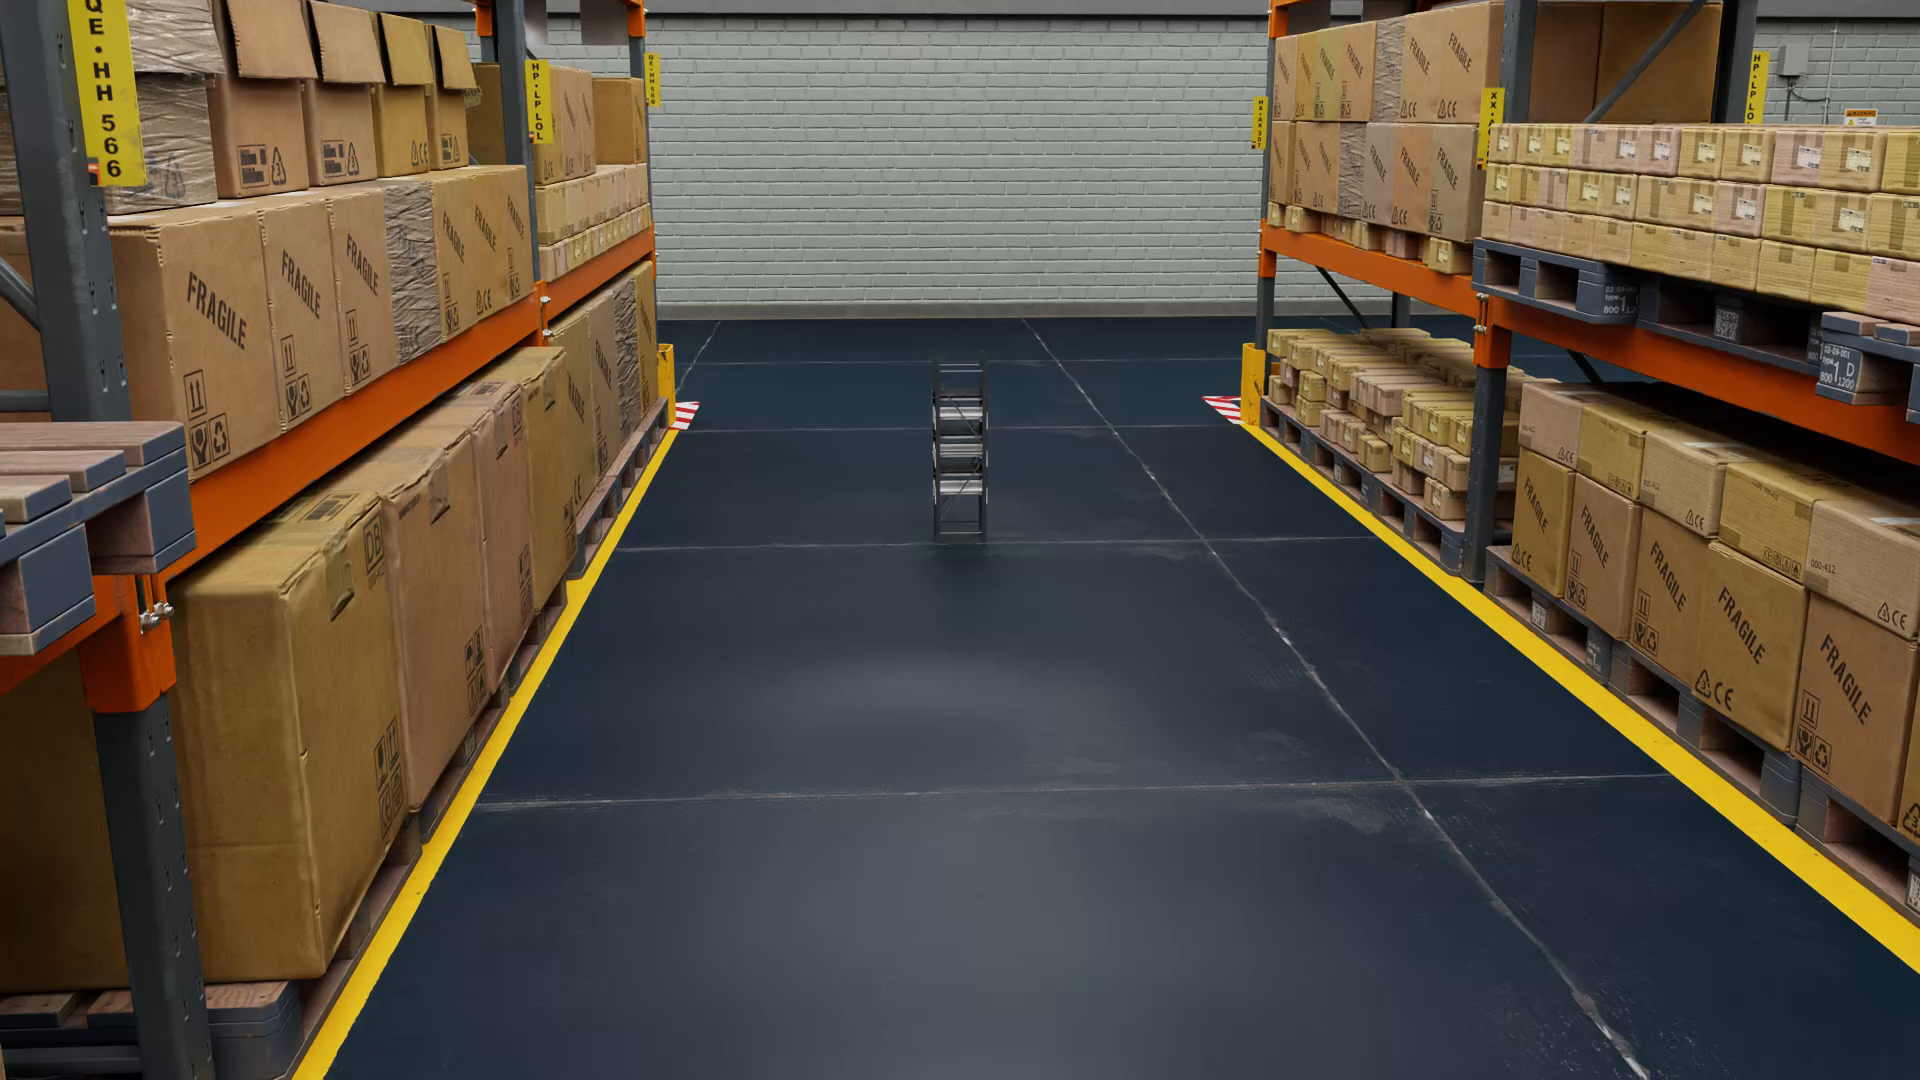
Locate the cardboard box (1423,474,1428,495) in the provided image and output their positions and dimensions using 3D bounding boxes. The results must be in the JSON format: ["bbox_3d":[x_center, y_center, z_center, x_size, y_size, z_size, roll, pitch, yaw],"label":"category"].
[{"bbox_3d":[2.424,-0.258,7.889,0.380,0.149,0.250,0,14,-2],"label":"cardboard box"}]

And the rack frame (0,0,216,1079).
[{"bbox_3d":[-1.984,-0.231,2.906,0.949,2.616,0.053,-1,14,-3],"label":"rack frame"}]

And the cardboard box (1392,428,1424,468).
[{"bbox_3d":[2.321,-0.451,8.042,0.380,0.149,0.250,-1,14,-5],"label":"cardboard box"}]

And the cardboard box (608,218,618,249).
[{"bbox_3d":[-2.038,-1.636,8.867,0.380,0.149,0.250,-1,14,-2],"label":"cardboard box"}]

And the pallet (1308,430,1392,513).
[{"bbox_3d":[2.566,-0.398,9.148,1.003,0.211,1.213,-1,14,-3],"label":"pallet"}]

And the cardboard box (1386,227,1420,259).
[{"bbox_3d":[2.350,-1.485,8.281,0.380,0.149,0.250,-2,15,-6],"label":"cardboard box"}]

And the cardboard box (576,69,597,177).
[{"bbox_3d":[-2.070,-2.036,8.117,0.500,0.500,0.500,-1,14,-5],"label":"cardboard box"}]

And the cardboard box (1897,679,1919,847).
[{"bbox_3d":[2.667,0.565,3.985,0.500,0.500,0.500,-1,14,-4],"label":"cardboard box"}]

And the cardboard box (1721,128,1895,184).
[{"bbox_3d":[2.403,-1.089,4.706,0.380,0.149,0.250,0,14,-1],"label":"cardboard box"}]

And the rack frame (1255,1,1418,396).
[{"bbox_3d":[2.474,-2.272,10.838,1.000,3.000,0.127,-1,14,-3],"label":"rack frame"}]

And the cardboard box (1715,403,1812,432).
[{"bbox_3d":[3.038,-0.324,5.935,0.500,0.250,0.500,0,14,-1],"label":"cardboard box"}]

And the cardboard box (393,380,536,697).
[{"bbox_3d":[-2.120,-0.019,5.503,1.225,0.875,0.875,-1,14,-5],"label":"cardboard box"}]

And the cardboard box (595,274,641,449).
[{"bbox_3d":[-2.307,-1.011,9.357,0.875,0.875,0.875,-1,14,-3],"label":"cardboard box"}]

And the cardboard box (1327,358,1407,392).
[{"bbox_3d":[2.268,-0.921,9.269,0.380,0.149,0.250,-1,14,-3],"label":"cardboard box"}]

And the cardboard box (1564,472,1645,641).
[{"bbox_3d":[2.537,0.049,5.989,0.500,0.500,0.500,0,14,-1],"label":"cardboard box"}]

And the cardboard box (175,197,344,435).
[{"bbox_3d":[-1.780,-0.533,3.877,0.500,0.500,0.500,-1,14,-5],"label":"cardboard box"}]

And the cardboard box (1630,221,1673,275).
[{"bbox_3d":[2.373,-0.929,5.280,0.380,0.149,0.250,-1,14,-4],"label":"cardboard box"}]

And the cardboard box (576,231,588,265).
[{"bbox_3d":[-1.973,-1.379,7.872,0.380,0.149,0.250,-1,14,-5],"label":"cardboard box"}]

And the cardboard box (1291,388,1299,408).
[{"bbox_3d":[2.284,-0.896,10.367,0.380,0.149,0.250,-1,14,-4],"label":"cardboard box"}]

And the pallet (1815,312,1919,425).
[{"bbox_3d":[2.819,-0.365,3.812,1.213,0.211,1.003,-1,14,-3],"label":"pallet"}]

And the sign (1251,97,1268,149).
[{"bbox_3d":[1.932,-2.683,10.697,0.100,0.325,0.005,-1,14,-3],"label":"sign"}]

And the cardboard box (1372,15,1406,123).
[{"bbox_3d":[2.367,-2.323,8.231,0.500,0.500,0.500,-1,14,-2],"label":"cardboard box"}]

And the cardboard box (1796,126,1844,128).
[{"bbox_3d":[3.001,-1.293,5.499,0.380,0.149,0.250,-1,14,-5],"label":"cardboard box"}]

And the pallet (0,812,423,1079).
[{"bbox_3d":[-1.961,0.922,4.019,1.003,0.211,1.213,-1,14,-3],"label":"pallet"}]

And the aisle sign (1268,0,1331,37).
[{"bbox_3d":[2.170,-3.545,10.567,0.394,0.787,0.004,-1,14,-3],"label":"aisle sign"}]

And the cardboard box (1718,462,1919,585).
[{"bbox_3d":[2.607,-0.057,4.896,0.500,0.250,0.500,-1,14,-2],"label":"cardboard box"}]

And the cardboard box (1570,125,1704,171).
[{"bbox_3d":[2.336,-1.347,5.710,0.380,0.149,0.250,-1,14,-4],"label":"cardboard box"}]

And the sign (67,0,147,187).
[{"bbox_3d":[-1.446,-0.764,2.813,0.100,0.325,0.005,-1,14,-3],"label":"sign"}]

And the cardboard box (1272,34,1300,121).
[{"bbox_3d":[2.236,-2.833,10.214,0.500,0.500,0.500,-1,14,-4],"label":"cardboard box"}]

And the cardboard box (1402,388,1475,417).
[{"bbox_3d":[2.423,-0.663,8.269,0.380,0.149,0.250,0,14,-2],"label":"cardboard box"}]

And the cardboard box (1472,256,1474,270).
[{"bbox_3d":[2.470,-1.223,7.265,0.380,0.149,0.250,-1,14,-4],"label":"cardboard box"}]

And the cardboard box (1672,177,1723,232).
[{"bbox_3d":[2.386,-1.009,4.994,0.380,0.149,0.250,-1,14,-5],"label":"cardboard box"}]

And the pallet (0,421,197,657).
[{"bbox_3d":[-1.837,0.037,2.247,1.213,0.211,1.003,-1,14,-3],"label":"pallet"}]

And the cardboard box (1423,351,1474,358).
[{"bbox_3d":[2.885,-0.998,9.571,0.380,0.149,0.250,0,14,-1],"label":"cardboard box"}]

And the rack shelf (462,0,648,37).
[{"bbox_3d":[-2.359,-2.828,8.421,1.077,0.370,4.000,-1,14,-3],"label":"rack shelf"}]

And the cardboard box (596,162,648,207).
[{"bbox_3d":[-2.188,-2.176,10.167,0.500,0.250,0.500,-1,14,-4],"label":"cardboard box"}]

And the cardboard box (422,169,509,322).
[{"bbox_3d":[-1.910,-1.039,5.845,0.500,0.500,0.500,0,14,-2],"label":"cardboard box"}]

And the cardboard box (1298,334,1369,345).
[{"bbox_3d":[2.304,-1.181,10.281,0.380,0.149,0.250,-1,14,-2],"label":"cardboard box"}]

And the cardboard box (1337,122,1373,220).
[{"bbox_3d":[2.340,-1.967,8.856,0.500,0.500,0.500,-1,14,-5],"label":"cardboard box"}]

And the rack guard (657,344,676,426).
[{"bbox_3d":[-2.485,-1.016,10.973,1.175,0.500,0.348,-1,14,-3],"label":"rack guard"}]

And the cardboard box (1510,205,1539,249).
[{"bbox_3d":[2.310,-1.185,6.275,0.380,0.149,0.250,-1,14,-3],"label":"cardboard box"}]

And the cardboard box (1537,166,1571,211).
[{"bbox_3d":[2.321,-1.270,6.005,0.380,0.149,0.250,-1,14,-2],"label":"cardboard box"}]

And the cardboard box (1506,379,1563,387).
[{"bbox_3d":[2.911,-0.738,8.559,0.380,0.149,0.250,-1,14,-2],"label":"cardboard box"}]

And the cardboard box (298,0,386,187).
[{"bbox_3d":[-2.102,-1.276,4.754,0.797,0.503,0.637,0,14,-2],"label":"cardboard box"}]

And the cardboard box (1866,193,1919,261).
[{"bbox_3d":[2.447,-0.756,4.009,0.380,0.149,0.250,-1,14,-2],"label":"cardboard box"}]

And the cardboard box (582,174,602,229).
[{"bbox_3d":[-2.067,-1.671,8.205,0.500,0.250,0.500,-1,14,-2],"label":"cardboard box"}]

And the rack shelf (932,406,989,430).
[{"bbox_3d":[0.000,-0.580,7.886,0.258,0.077,0.200,-1,14,-3],"label":"rack shelf"}]

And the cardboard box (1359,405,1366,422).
[{"bbox_3d":[2.398,-0.712,9.056,0.380,0.149,0.250,0,14,-1],"label":"cardboard box"}]

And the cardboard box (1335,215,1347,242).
[{"bbox_3d":[2.319,-1.743,9.284,0.380,0.149,0.250,-1,14,-5],"label":"cardboard box"}]

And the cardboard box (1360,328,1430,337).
[{"bbox_3d":[2.759,-1.255,10.570,0.380,0.149,0.250,-1,14,-3],"label":"cardboard box"}]

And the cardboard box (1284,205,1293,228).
[{"bbox_3d":[2.224,-2.002,10.293,0.380,0.149,0.250,0,14,-1],"label":"cardboard box"}]

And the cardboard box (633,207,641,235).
[{"bbox_3d":[-2.100,-1.888,9.850,0.380,0.149,0.250,-1,14,-3],"label":"cardboard box"}]

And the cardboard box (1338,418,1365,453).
[{"bbox_3d":[2.296,-0.575,9.121,0.380,0.149,0.250,-1,14,-3],"label":"cardboard box"}]

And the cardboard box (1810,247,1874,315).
[{"bbox_3d":[2.438,-0.668,4.263,0.380,0.149,0.250,-1,14,-4],"label":"cardboard box"}]

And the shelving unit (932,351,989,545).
[{"bbox_3d":[0.000,-0.438,7.922,0.258,0.900,0.210,-1,14,-3],"label":"shelving unit"}]

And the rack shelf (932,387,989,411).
[{"bbox_3d":[0.000,-0.667,7.863,0.258,0.077,0.200,-1,14,-3],"label":"rack shelf"}]
